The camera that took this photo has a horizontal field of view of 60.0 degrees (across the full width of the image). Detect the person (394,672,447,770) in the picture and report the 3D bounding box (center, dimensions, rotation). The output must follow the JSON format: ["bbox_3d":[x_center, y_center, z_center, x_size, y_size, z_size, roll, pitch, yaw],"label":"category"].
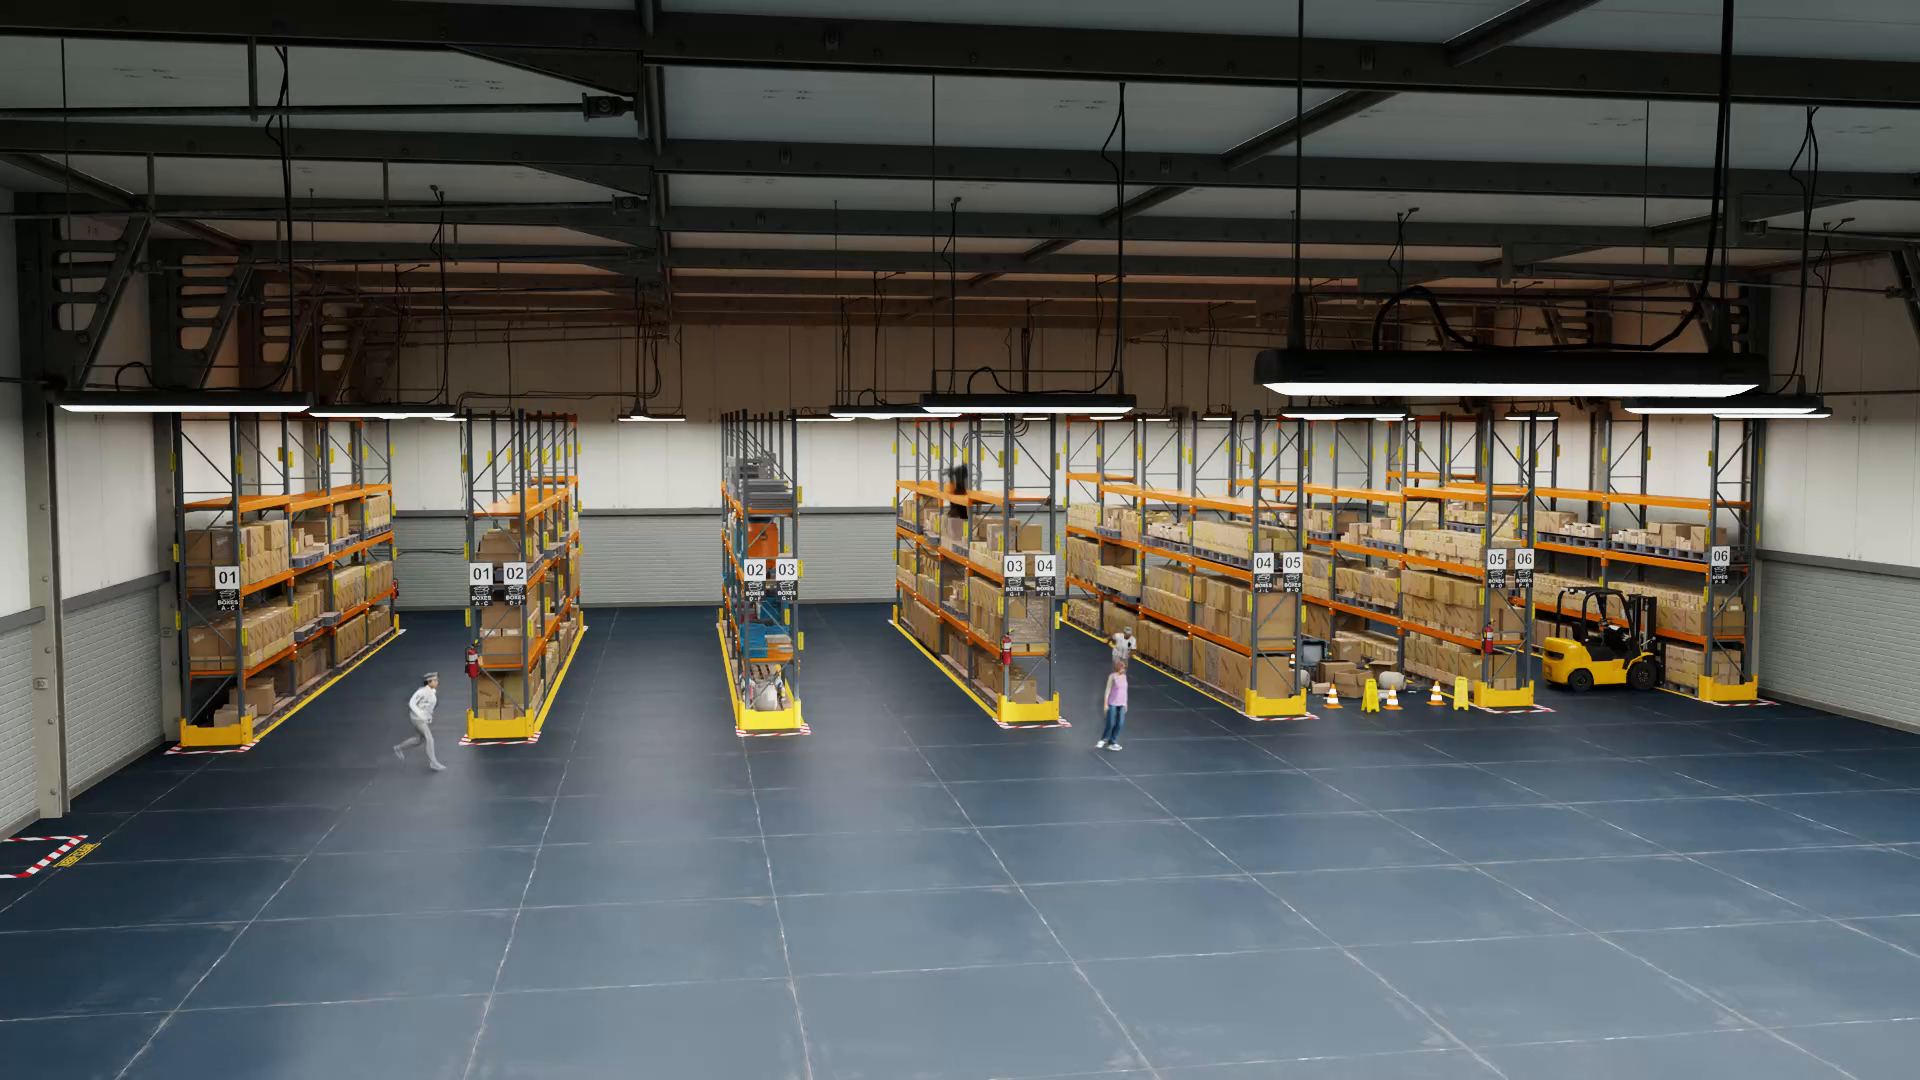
[{"bbox_3d":[-8.997,2.994,27.564,0.952,1.642,0.604,1,4,15],"label":"person"}]

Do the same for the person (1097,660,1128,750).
[{"bbox_3d":[2.678,2.901,29.172,0.537,1.578,0.432,-3,5,-35],"label":"person"}]

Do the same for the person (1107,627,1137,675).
[{"bbox_3d":[3.473,2.525,35.533,0.555,1.421,0.978,0,4,-5],"label":"person"}]

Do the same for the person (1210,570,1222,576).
[{"bbox_3d":[8.137,1.219,52.458,0.907,1.649,0.582,-2,5,-30],"label":"person"}]
